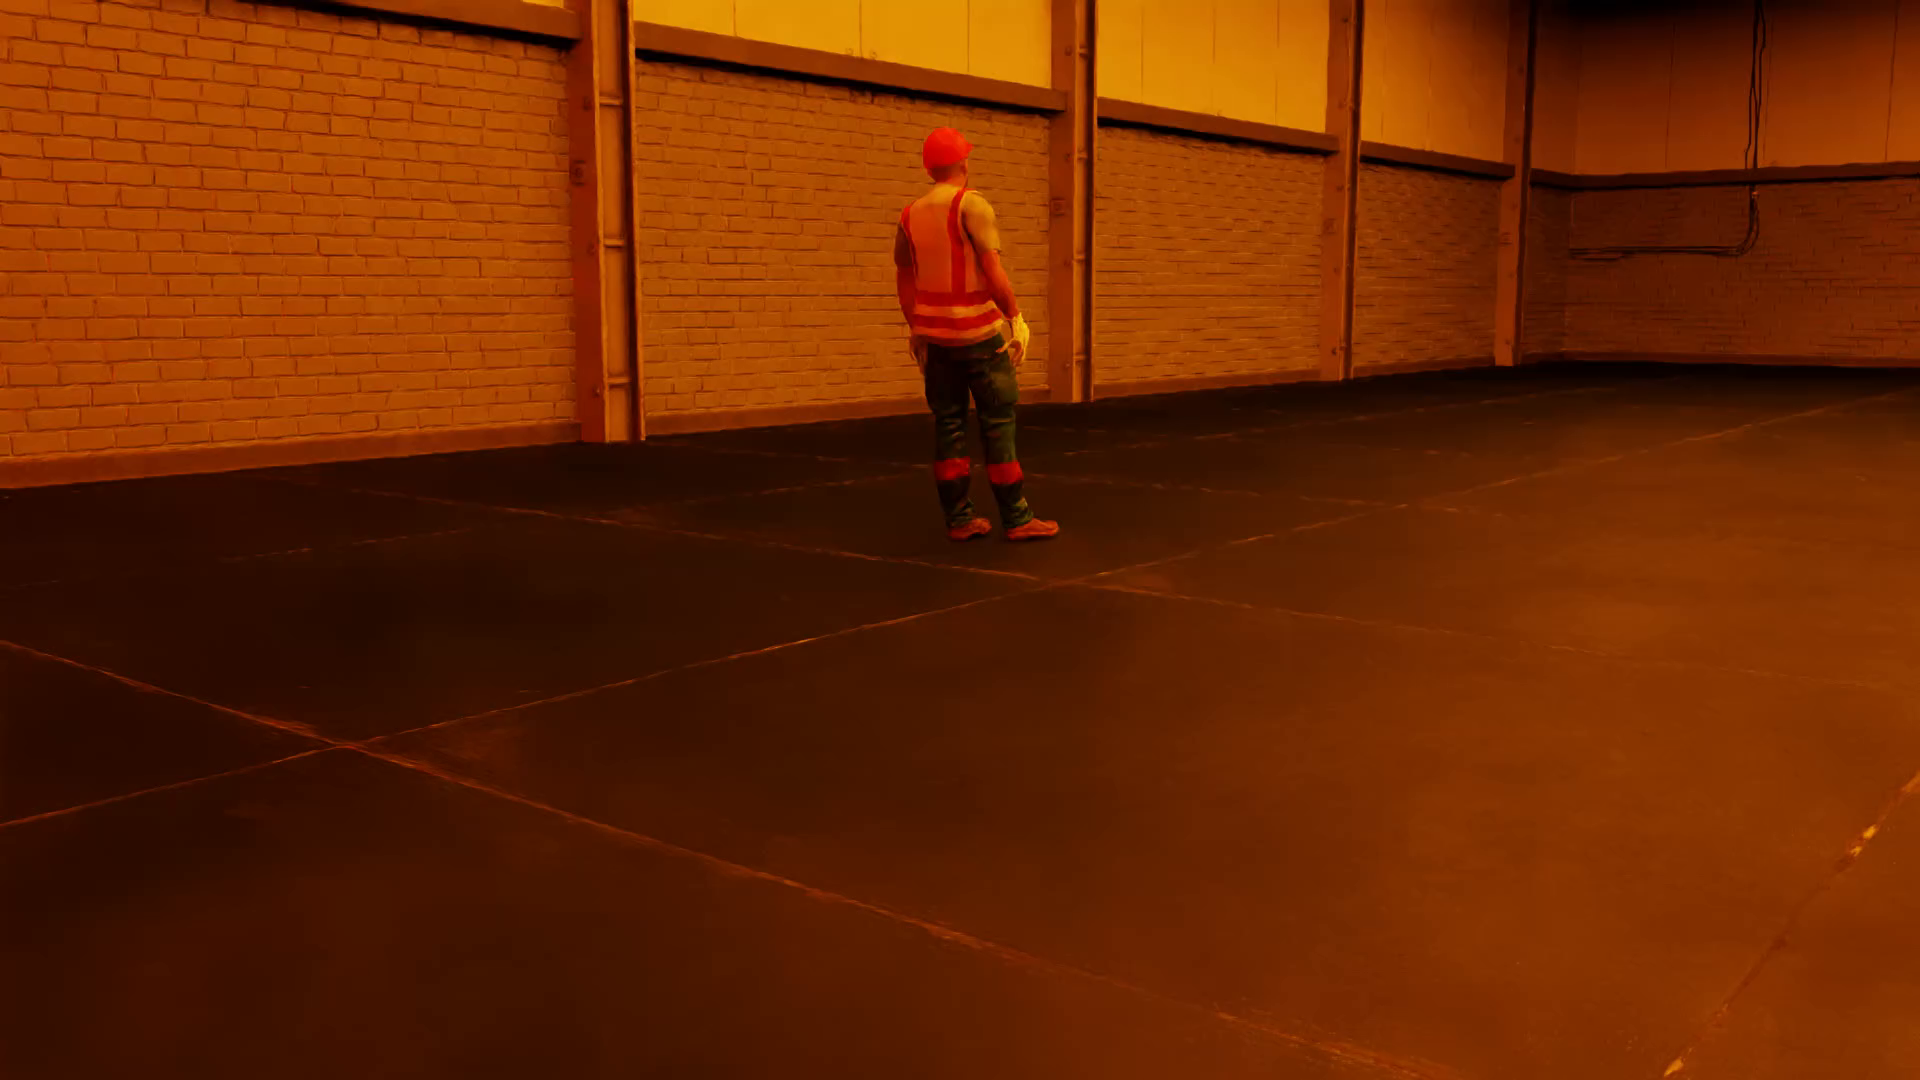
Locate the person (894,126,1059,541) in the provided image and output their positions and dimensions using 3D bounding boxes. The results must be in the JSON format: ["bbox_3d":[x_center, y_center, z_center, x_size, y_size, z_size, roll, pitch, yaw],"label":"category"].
[{"bbox_3d":[0.059,-0.900,7.329,0.637,1.787,0.563,7,11,38],"label":"person"}]
